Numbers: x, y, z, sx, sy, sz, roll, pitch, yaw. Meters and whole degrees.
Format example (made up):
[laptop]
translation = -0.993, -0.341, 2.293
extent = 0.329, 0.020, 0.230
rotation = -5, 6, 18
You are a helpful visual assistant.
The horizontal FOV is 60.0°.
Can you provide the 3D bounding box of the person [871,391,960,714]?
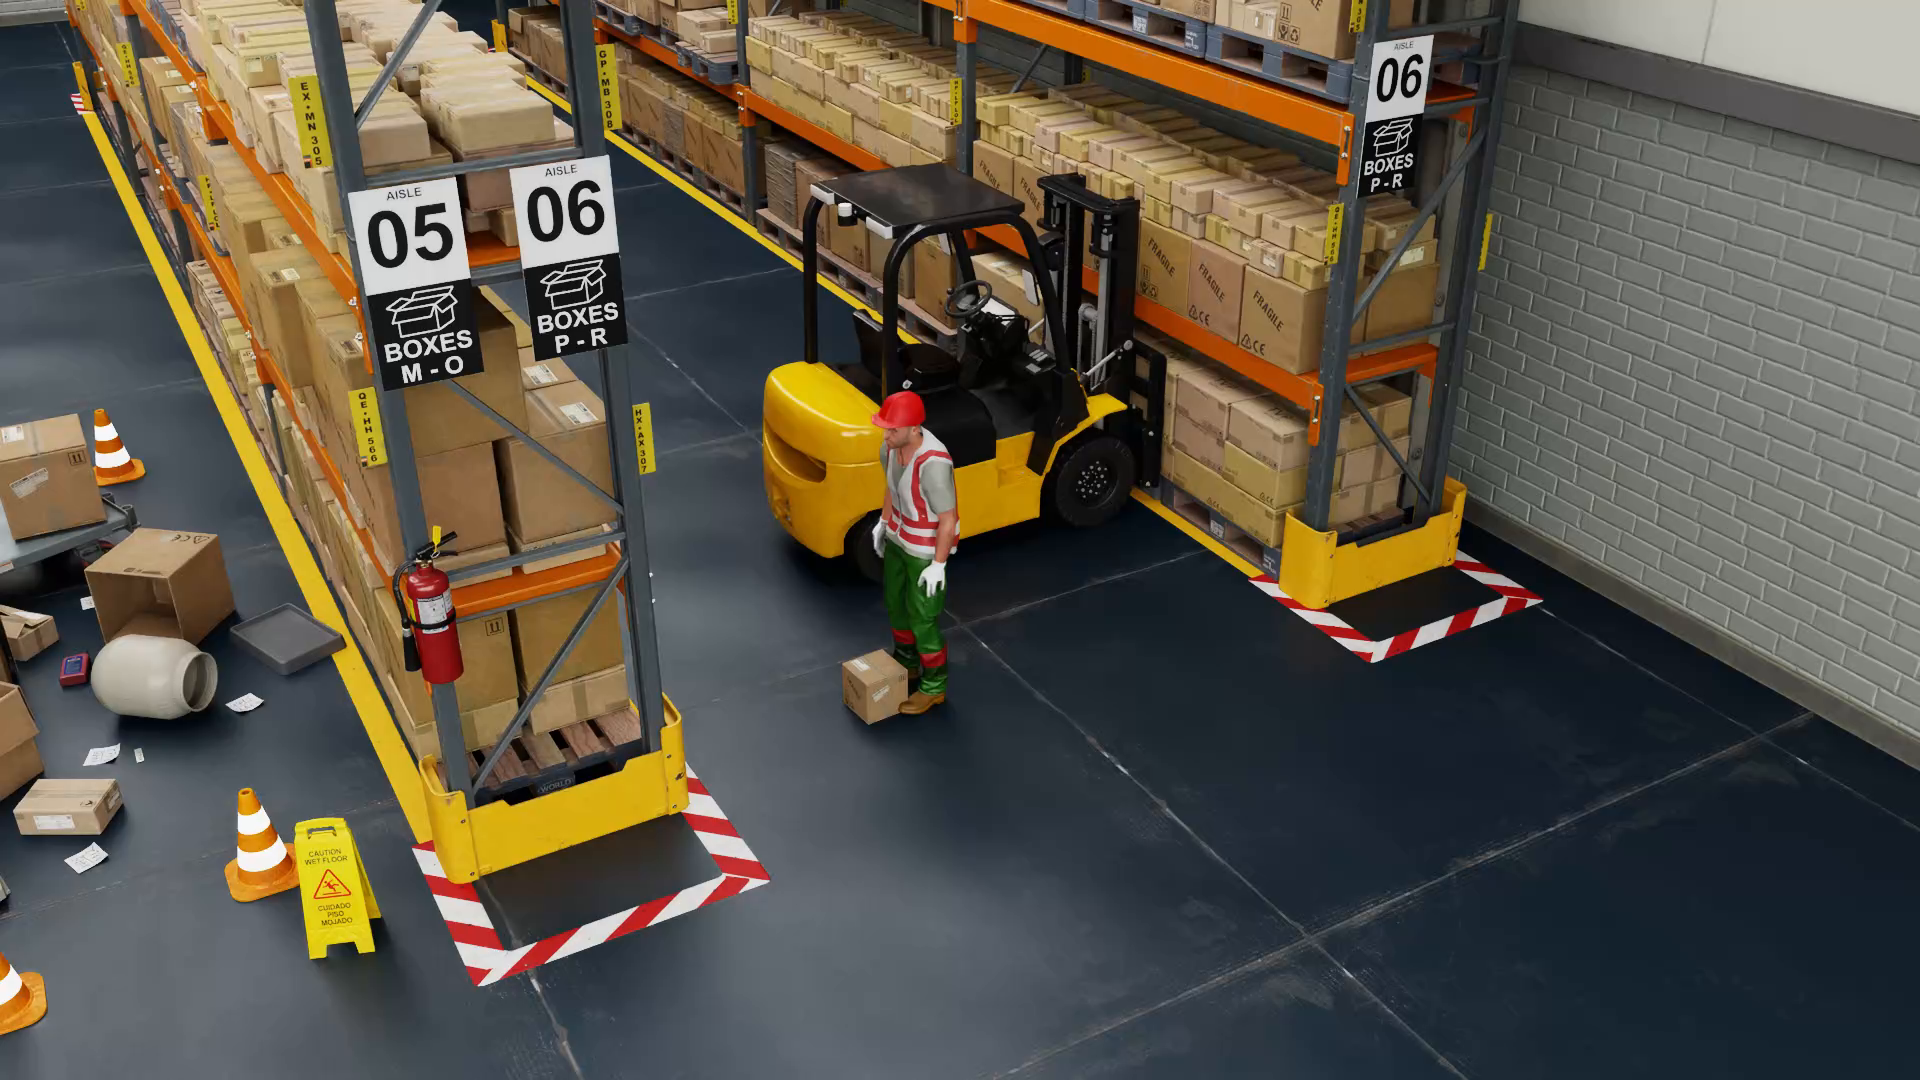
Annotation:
[person]
translation = -0.246, 0.042, 8.474
extent = 0.449, 1.779, 0.609
rotation = -17, 33, -28
